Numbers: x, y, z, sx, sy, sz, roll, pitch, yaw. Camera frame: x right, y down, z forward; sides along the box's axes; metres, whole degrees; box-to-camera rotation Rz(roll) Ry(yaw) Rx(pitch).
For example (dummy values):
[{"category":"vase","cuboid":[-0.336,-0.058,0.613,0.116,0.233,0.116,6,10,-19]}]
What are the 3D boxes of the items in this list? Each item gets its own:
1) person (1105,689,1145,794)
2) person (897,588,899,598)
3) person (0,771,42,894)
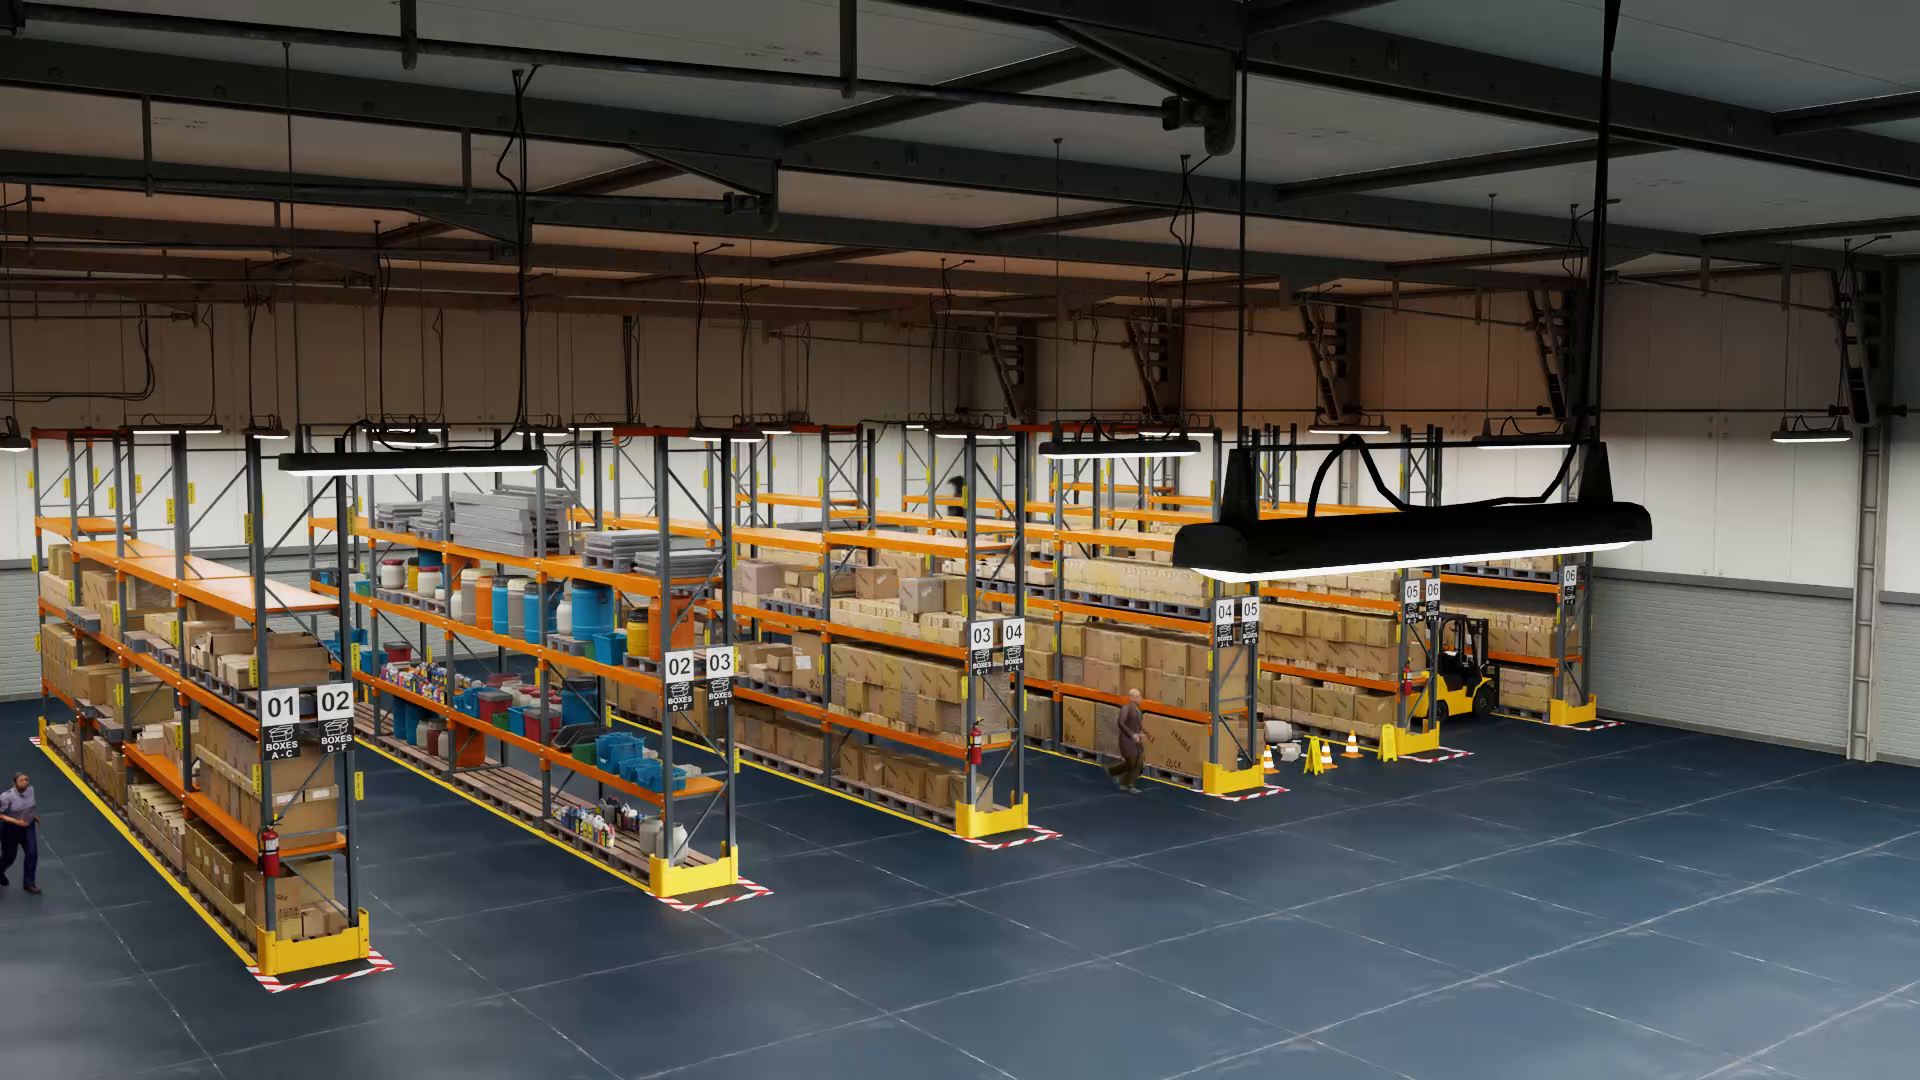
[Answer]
[{"category":"person","cuboid":[2.743,3.316,27.547,0.642,1.734,0.701,3,6,36]},{"category":"person","cuboid":[-1.588,1.926,45.074,0.650,1.765,0.844,4,6,44]},{"category":"person","cuboid":[-12.437,3.819,21.851,0.871,1.618,0.577,3,5,34]}]
